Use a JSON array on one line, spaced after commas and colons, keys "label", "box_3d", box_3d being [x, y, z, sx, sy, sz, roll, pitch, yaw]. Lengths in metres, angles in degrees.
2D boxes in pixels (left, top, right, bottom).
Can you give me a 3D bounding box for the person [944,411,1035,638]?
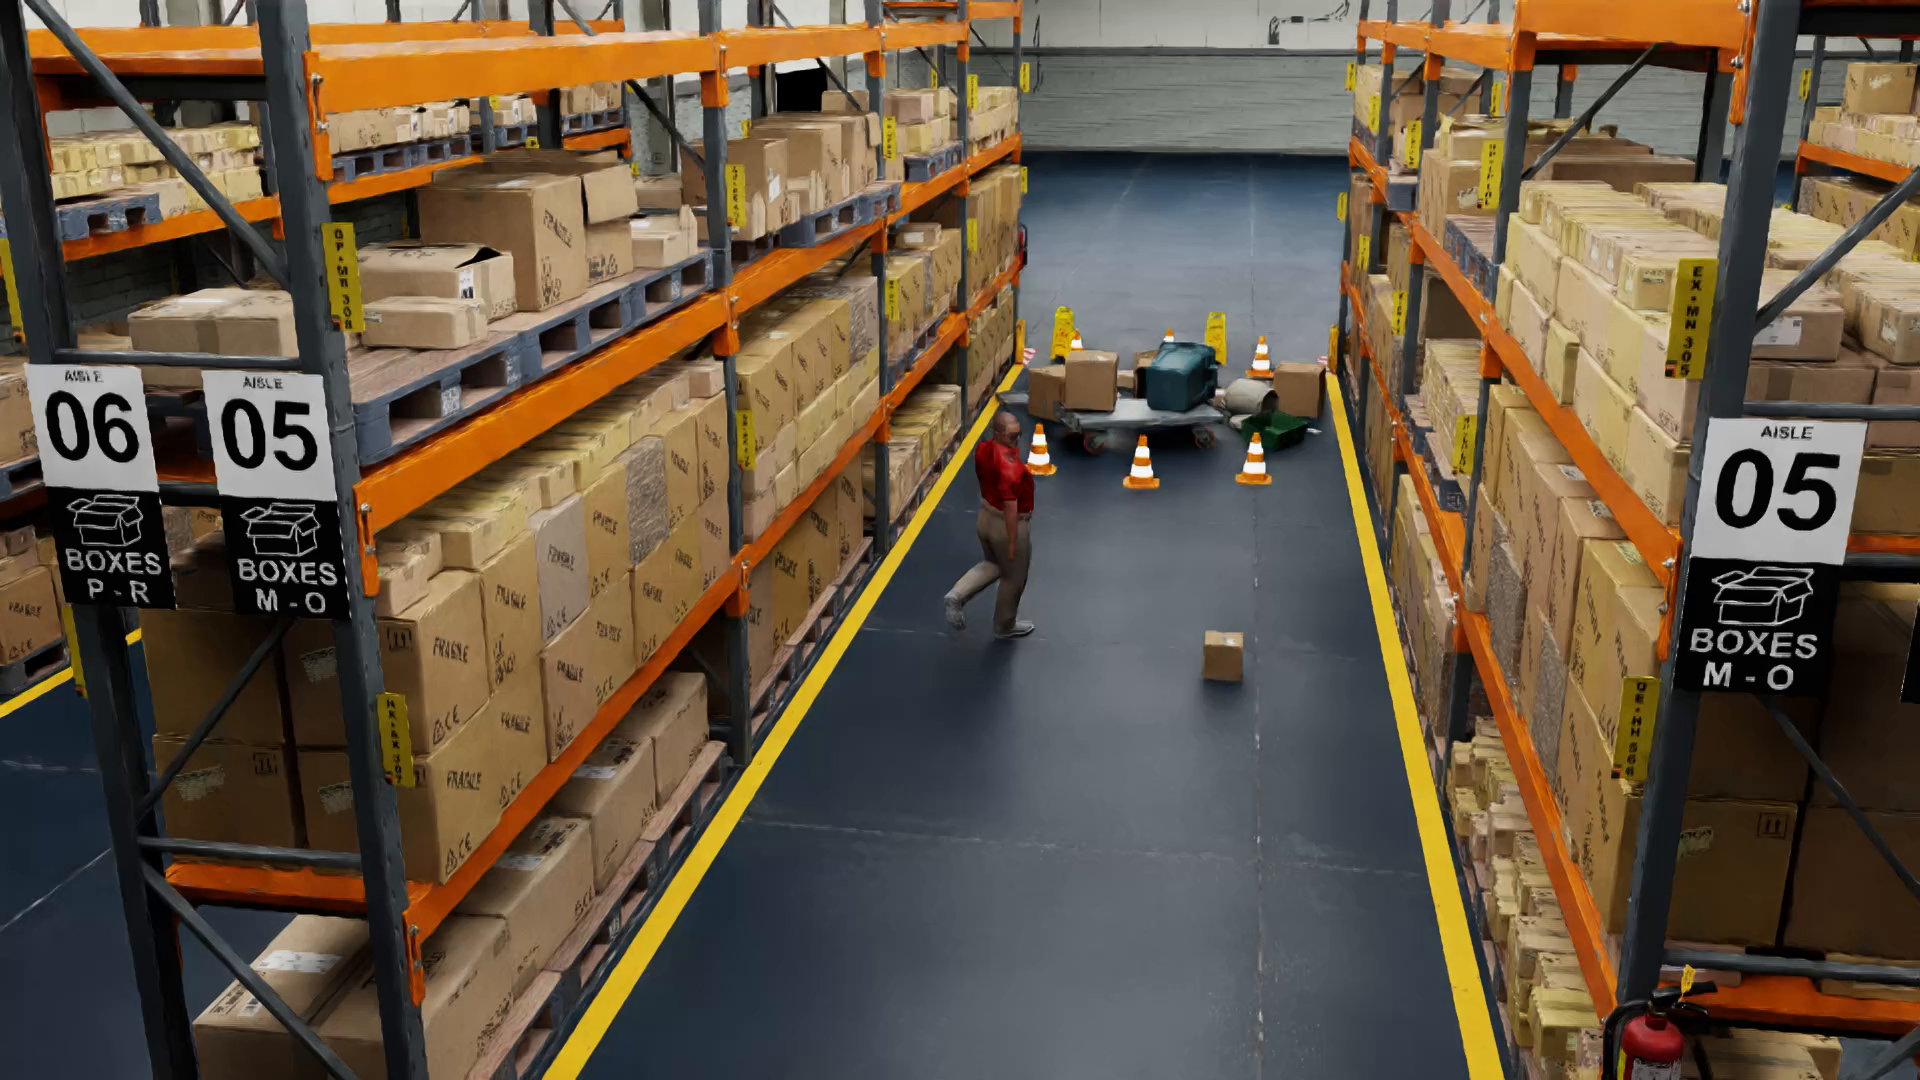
[{"label": "person", "box_3d": [0.275, -0.079, 11.369, 0.715, 1.688, 0.606, -10, 21, -30]}]
